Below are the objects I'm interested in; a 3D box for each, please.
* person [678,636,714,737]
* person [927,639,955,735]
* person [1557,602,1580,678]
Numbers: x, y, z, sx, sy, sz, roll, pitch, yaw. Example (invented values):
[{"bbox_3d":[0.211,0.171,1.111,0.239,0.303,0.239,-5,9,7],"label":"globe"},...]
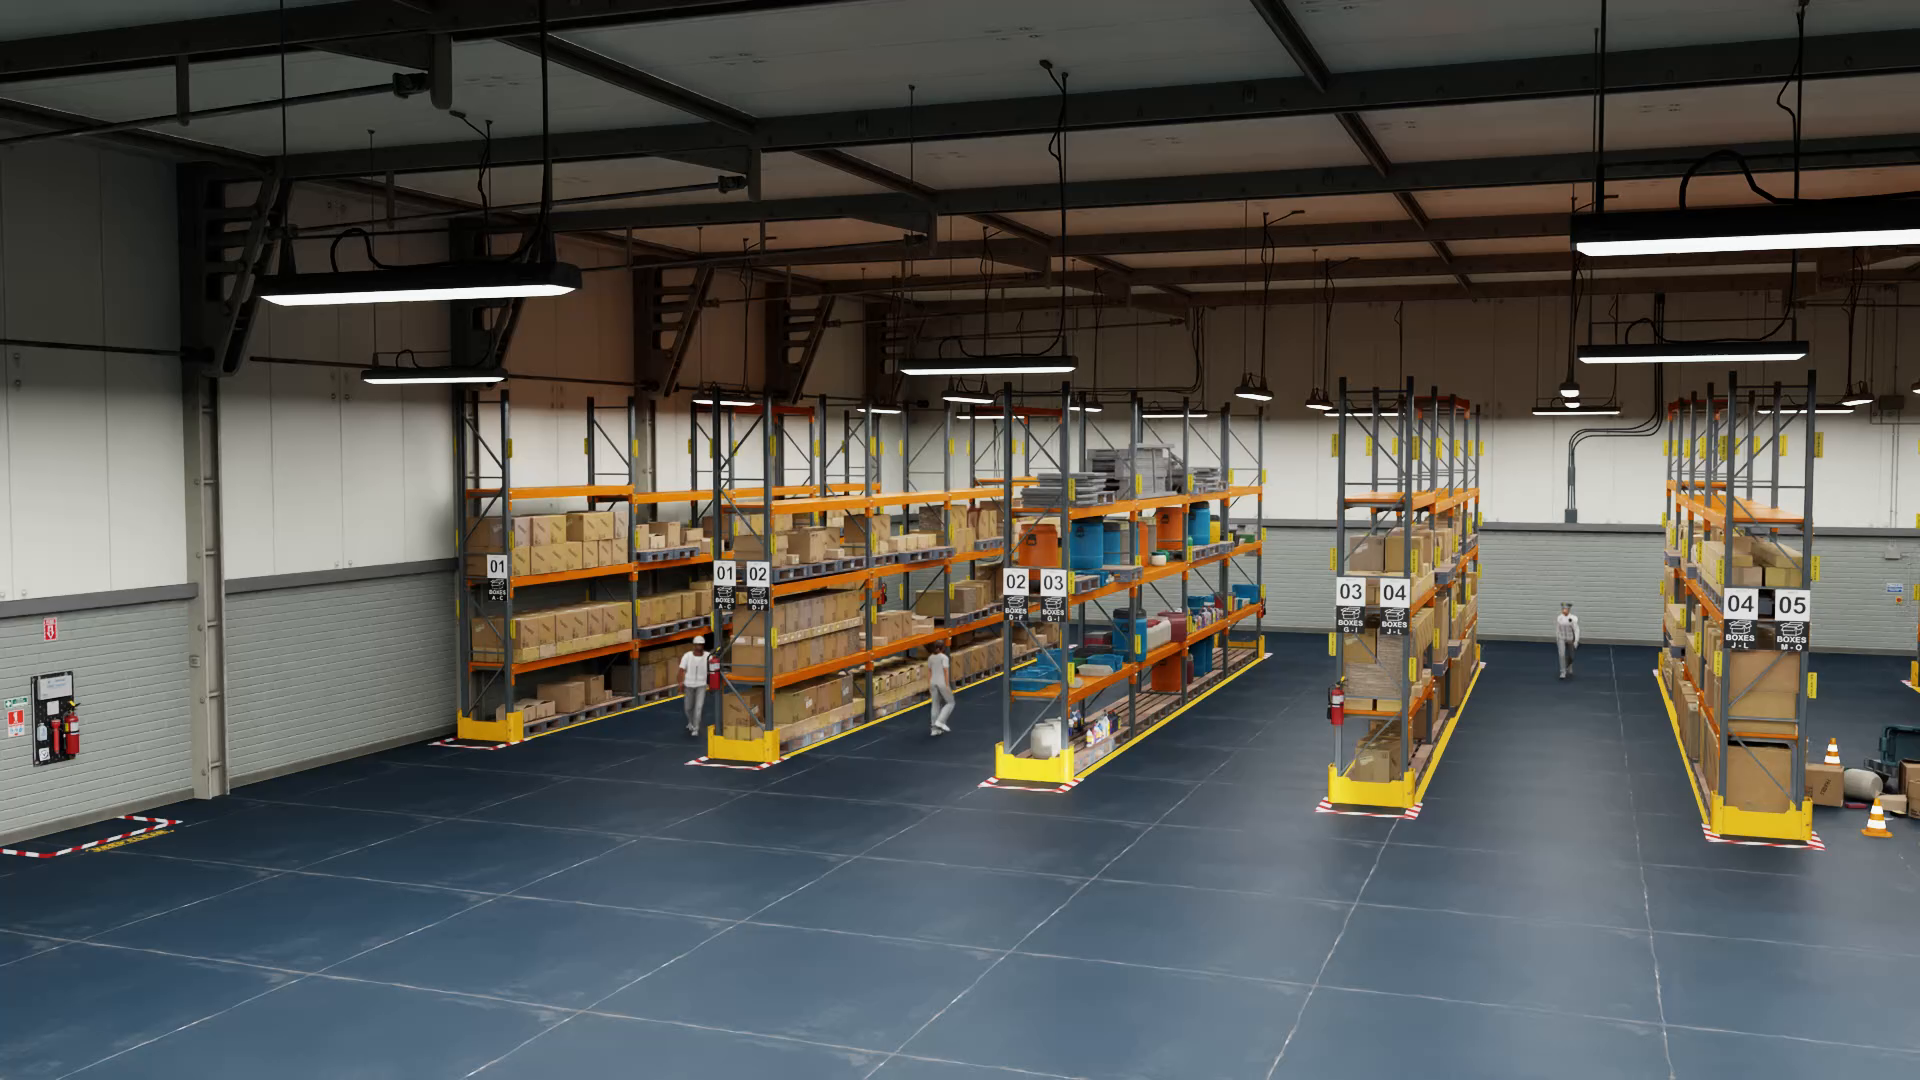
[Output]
[{"bbox_3d":[-4.592,2.545,28.985,0.635,1.732,0.953,0,3,-8],"label":"person"},{"bbox_3d":[-0.366,2.561,29.071,0.491,1.659,0.458,2,4,33],"label":"person"},{"bbox_3d":[13.301,2.166,36.369,0.467,1.634,0.871,1,3,19],"label":"person"}]
